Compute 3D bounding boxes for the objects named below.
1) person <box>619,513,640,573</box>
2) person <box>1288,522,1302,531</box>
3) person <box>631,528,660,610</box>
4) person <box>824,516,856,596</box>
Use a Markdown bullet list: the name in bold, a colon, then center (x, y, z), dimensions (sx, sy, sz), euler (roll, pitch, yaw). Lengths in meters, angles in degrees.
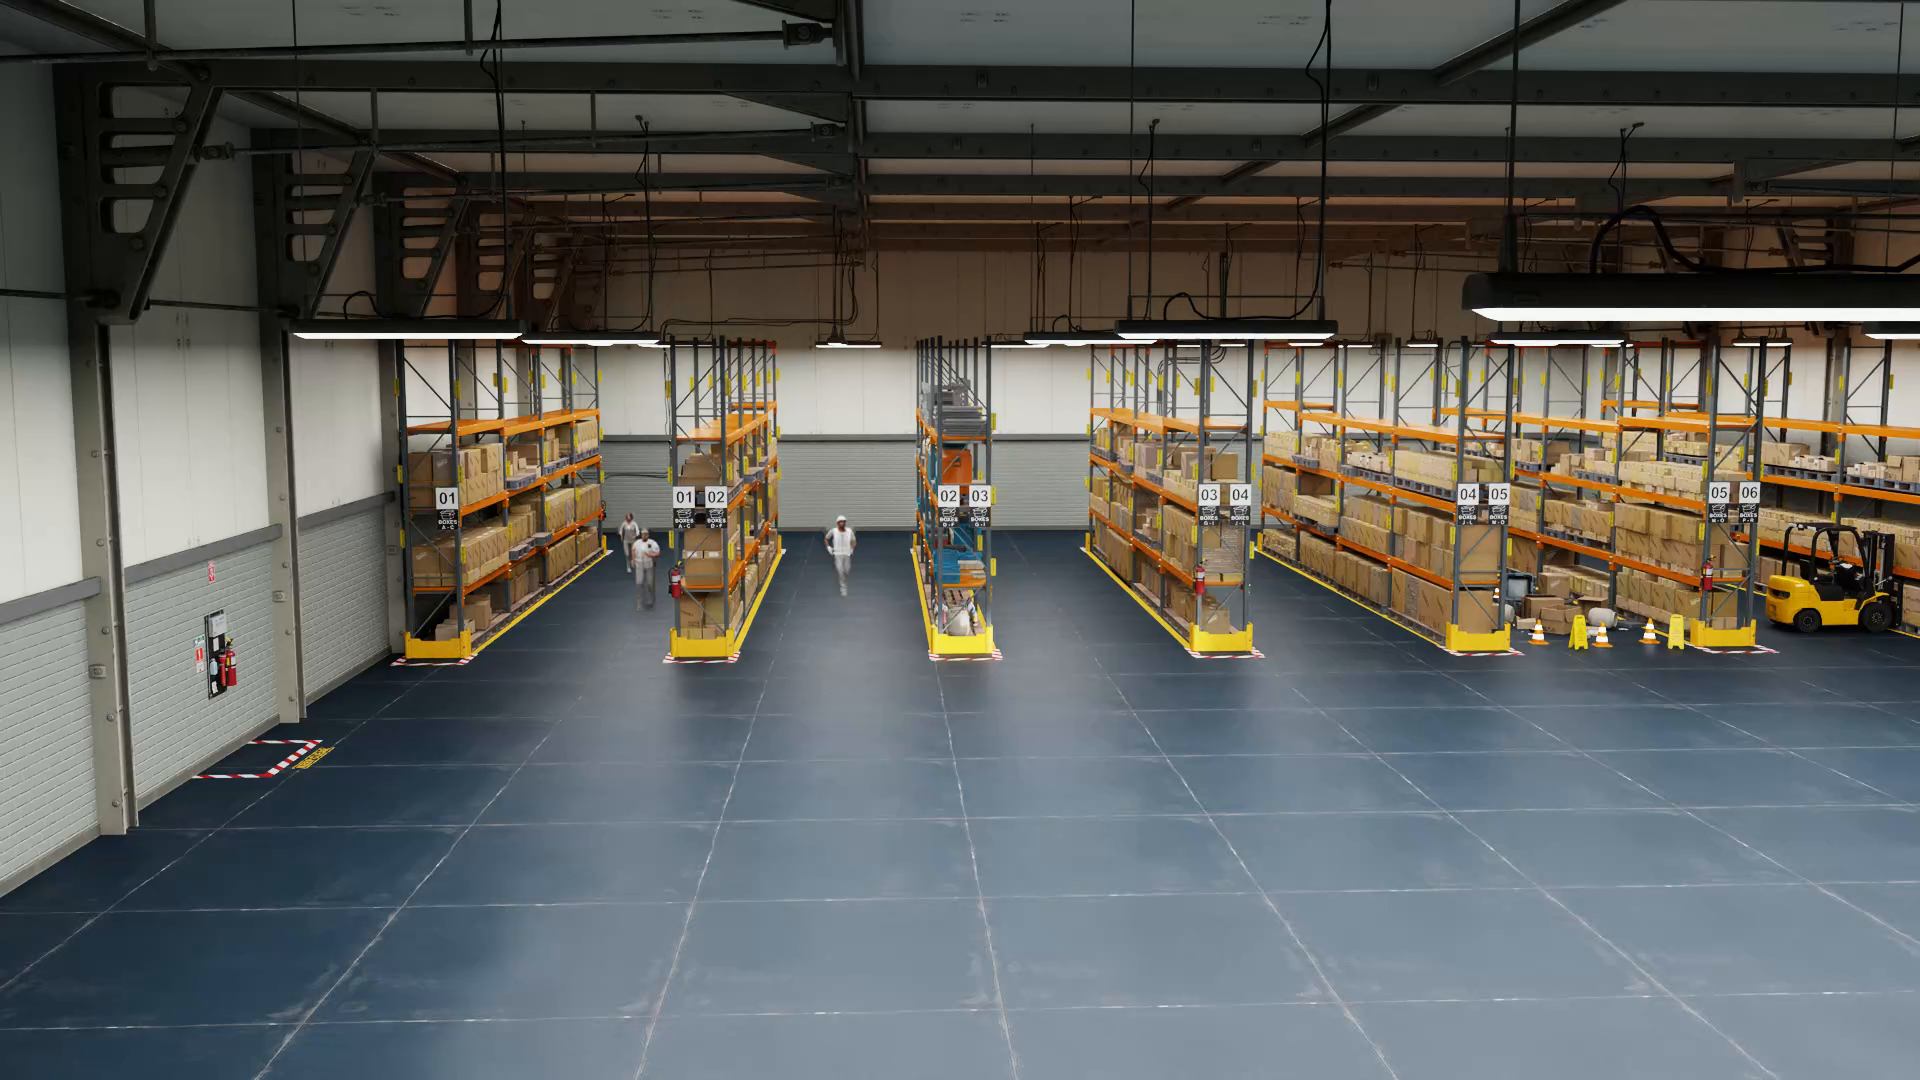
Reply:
- **person**: center (-8.578, 0.058, 43.125), dimensions (0.535, 1.548, 0.567), euler (-1, 7, -6)
- **person**: center (9.897, -0.718, 48.983), dimensions (0.776, 1.826, 0.685), euler (-2, 7, -13)
- **person**: center (-7.013, 0.615, 37.071), dimensions (0.653, 1.795, 0.889), euler (0, 6, -2)
- **person**: center (-2.653, 0.344, 37.155), dimensions (0.714, 1.767, 0.745), euler (-2, 7, -16)
